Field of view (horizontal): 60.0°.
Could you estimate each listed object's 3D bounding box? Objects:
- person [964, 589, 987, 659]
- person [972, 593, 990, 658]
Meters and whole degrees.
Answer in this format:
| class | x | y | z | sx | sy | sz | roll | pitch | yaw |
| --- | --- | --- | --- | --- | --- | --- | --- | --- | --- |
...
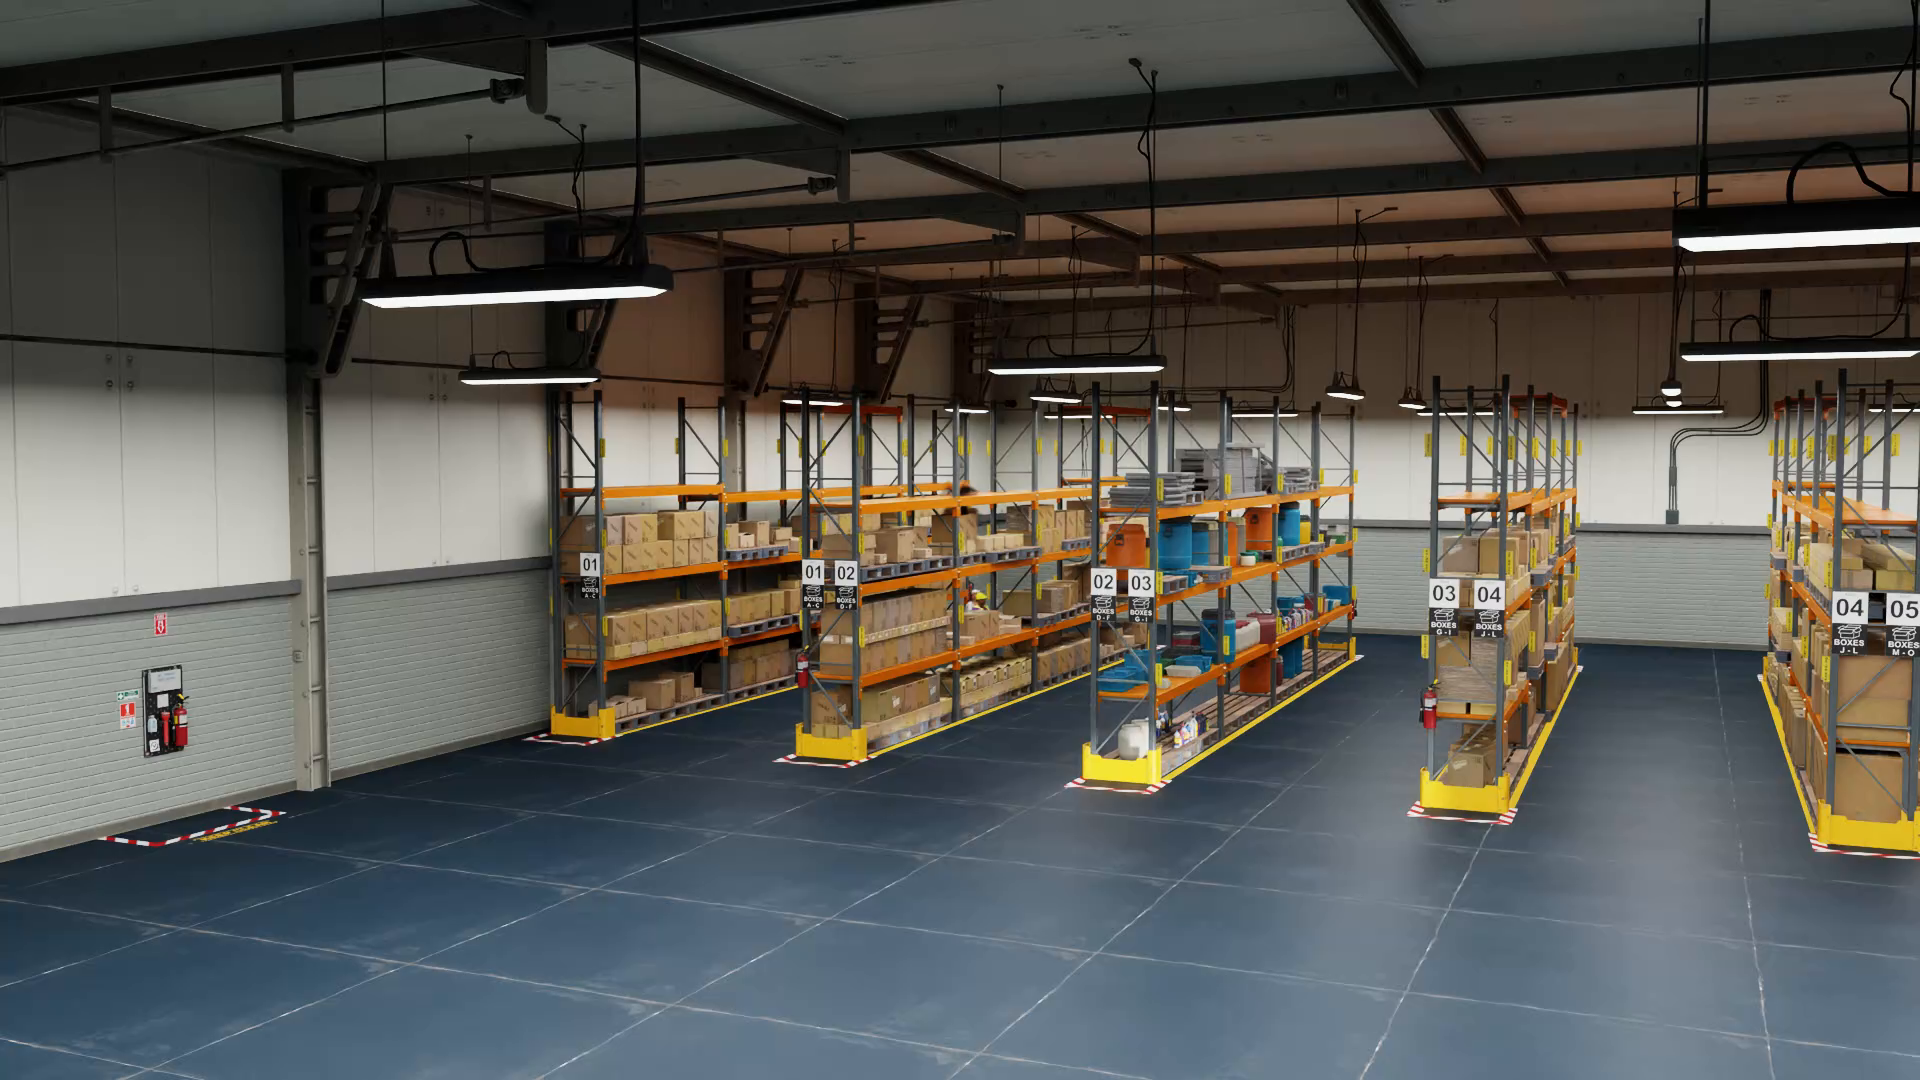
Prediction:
| class | x | y | z | sx | sy | sz | roll | pitch | yaw |
| --- | --- | --- | --- | --- | --- | --- | --- | --- | --- |
| person | 0.347 | 2.004 | 38.321 | 0.556 | 1.733 | 1.029 | 2 | 4 | 28 |
| person | 0.547 | 2.070 | 37.147 | 0.536 | 1.784 | 0.607 | 2 | 4 | 36 |
